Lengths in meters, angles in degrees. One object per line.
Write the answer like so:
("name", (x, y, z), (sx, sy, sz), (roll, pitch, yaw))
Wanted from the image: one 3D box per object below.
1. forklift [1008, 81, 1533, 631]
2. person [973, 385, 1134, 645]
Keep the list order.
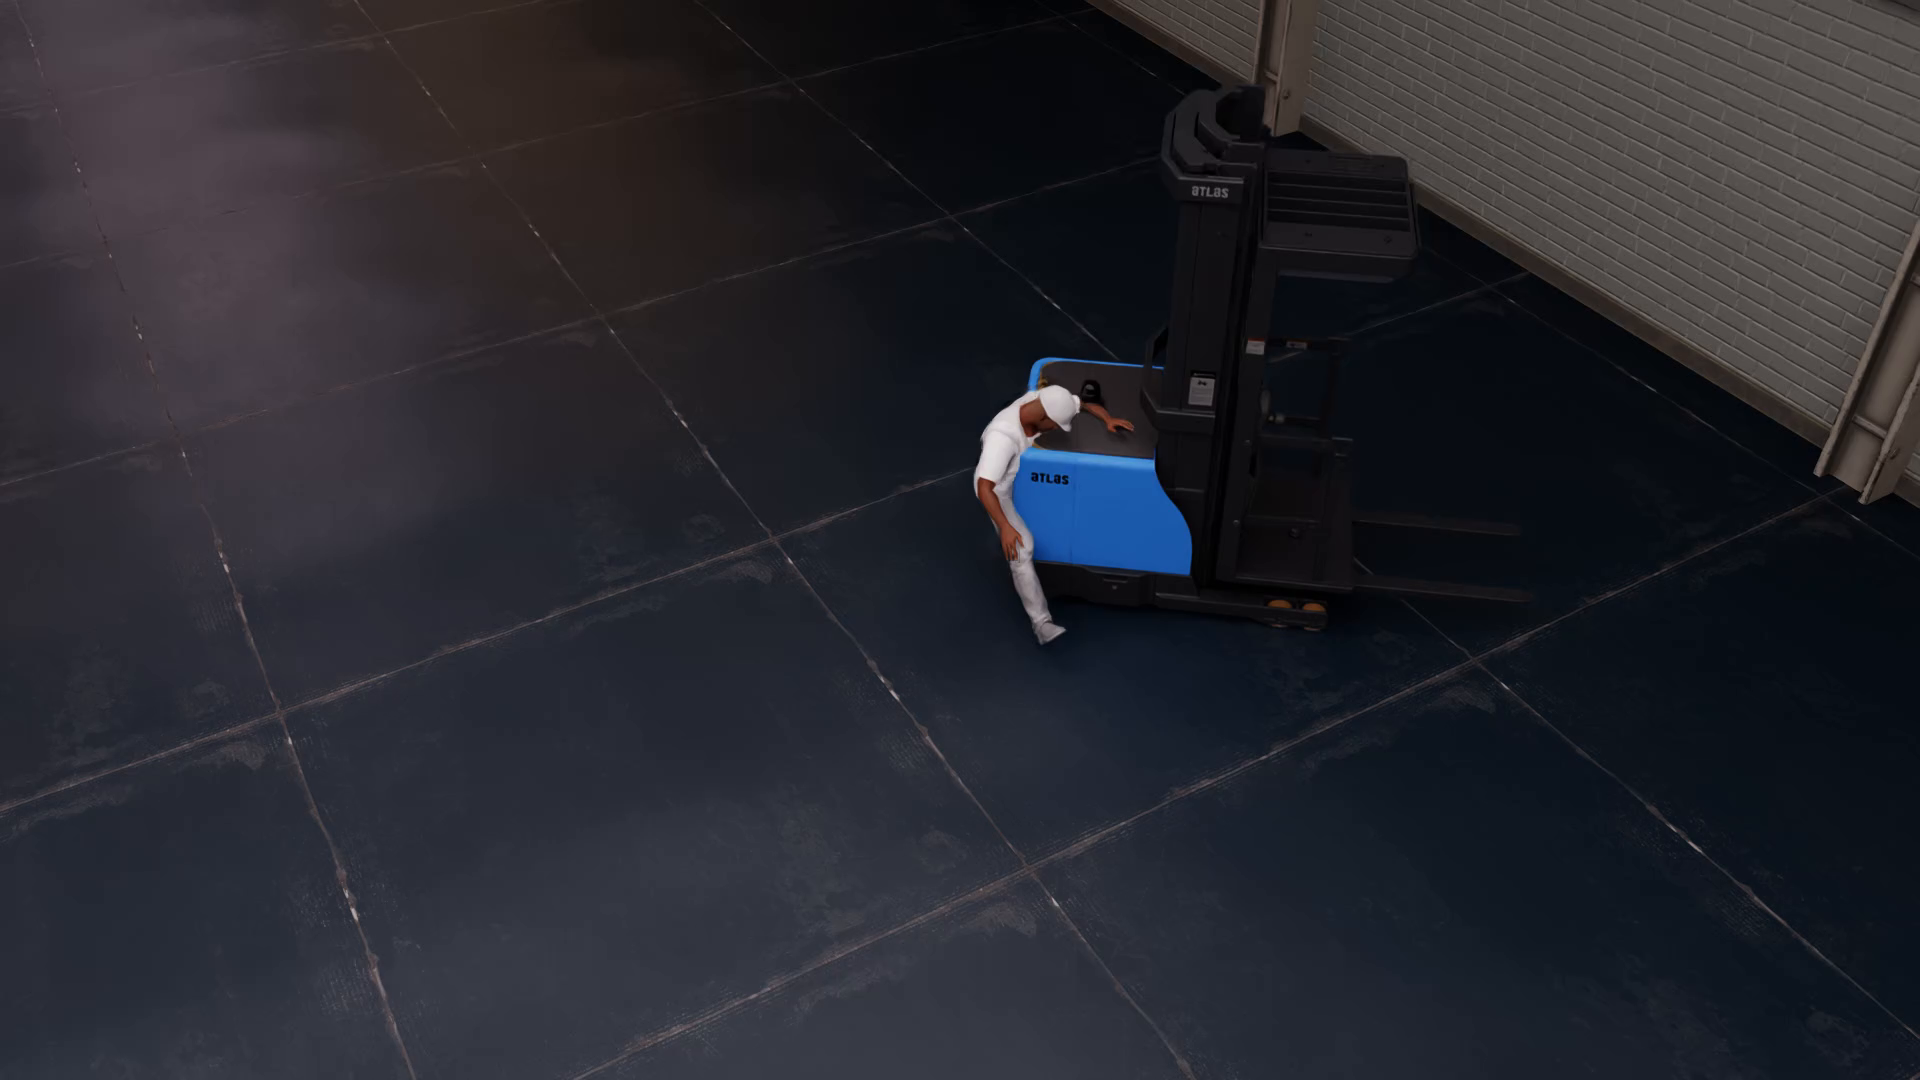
("forklift", (1.851, -0.963, 9.197), (3.031, 2.935, 1.130), (6, 40, 7))
("person", (0.492, -0.251, 9.525), (1.023, 1.442, 1.116), (-32, 50, -33))
